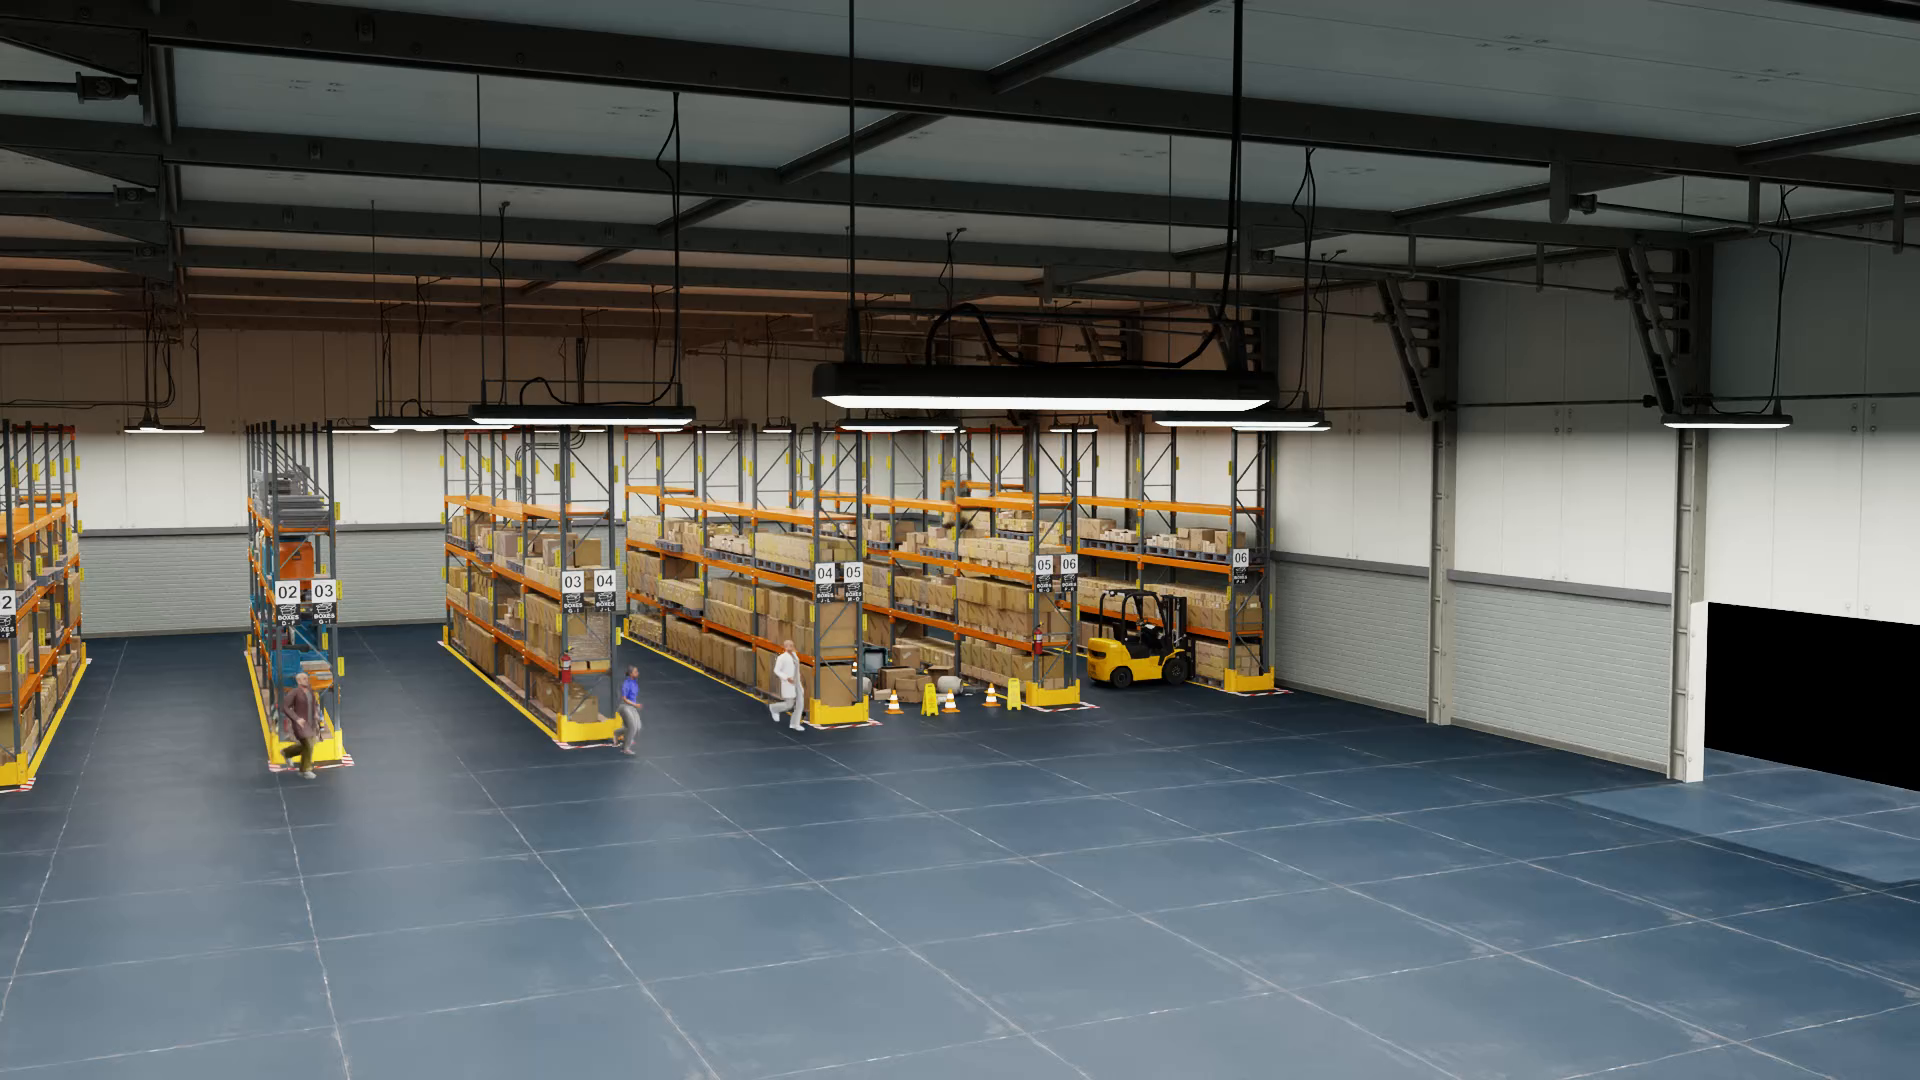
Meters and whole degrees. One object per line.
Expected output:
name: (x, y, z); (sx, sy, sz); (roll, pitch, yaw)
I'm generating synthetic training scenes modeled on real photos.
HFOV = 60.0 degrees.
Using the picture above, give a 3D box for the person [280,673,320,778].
person: (-11.132, 3.108, 27.989); (0.755, 1.775, 0.730); (1, 4, 17)

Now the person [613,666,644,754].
person: (-5.981, 3.062, 29.957); (0.622, 1.613, 0.570); (1, 4, 11)

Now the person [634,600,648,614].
person: (-9.244, 1.879, 48.794); (0.750, 1.648, 0.605); (-1, 4, -18)

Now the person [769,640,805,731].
person: (-3.354, 2.835, 32.494); (0.847, 1.749, 0.717); (3, 4, 36)
